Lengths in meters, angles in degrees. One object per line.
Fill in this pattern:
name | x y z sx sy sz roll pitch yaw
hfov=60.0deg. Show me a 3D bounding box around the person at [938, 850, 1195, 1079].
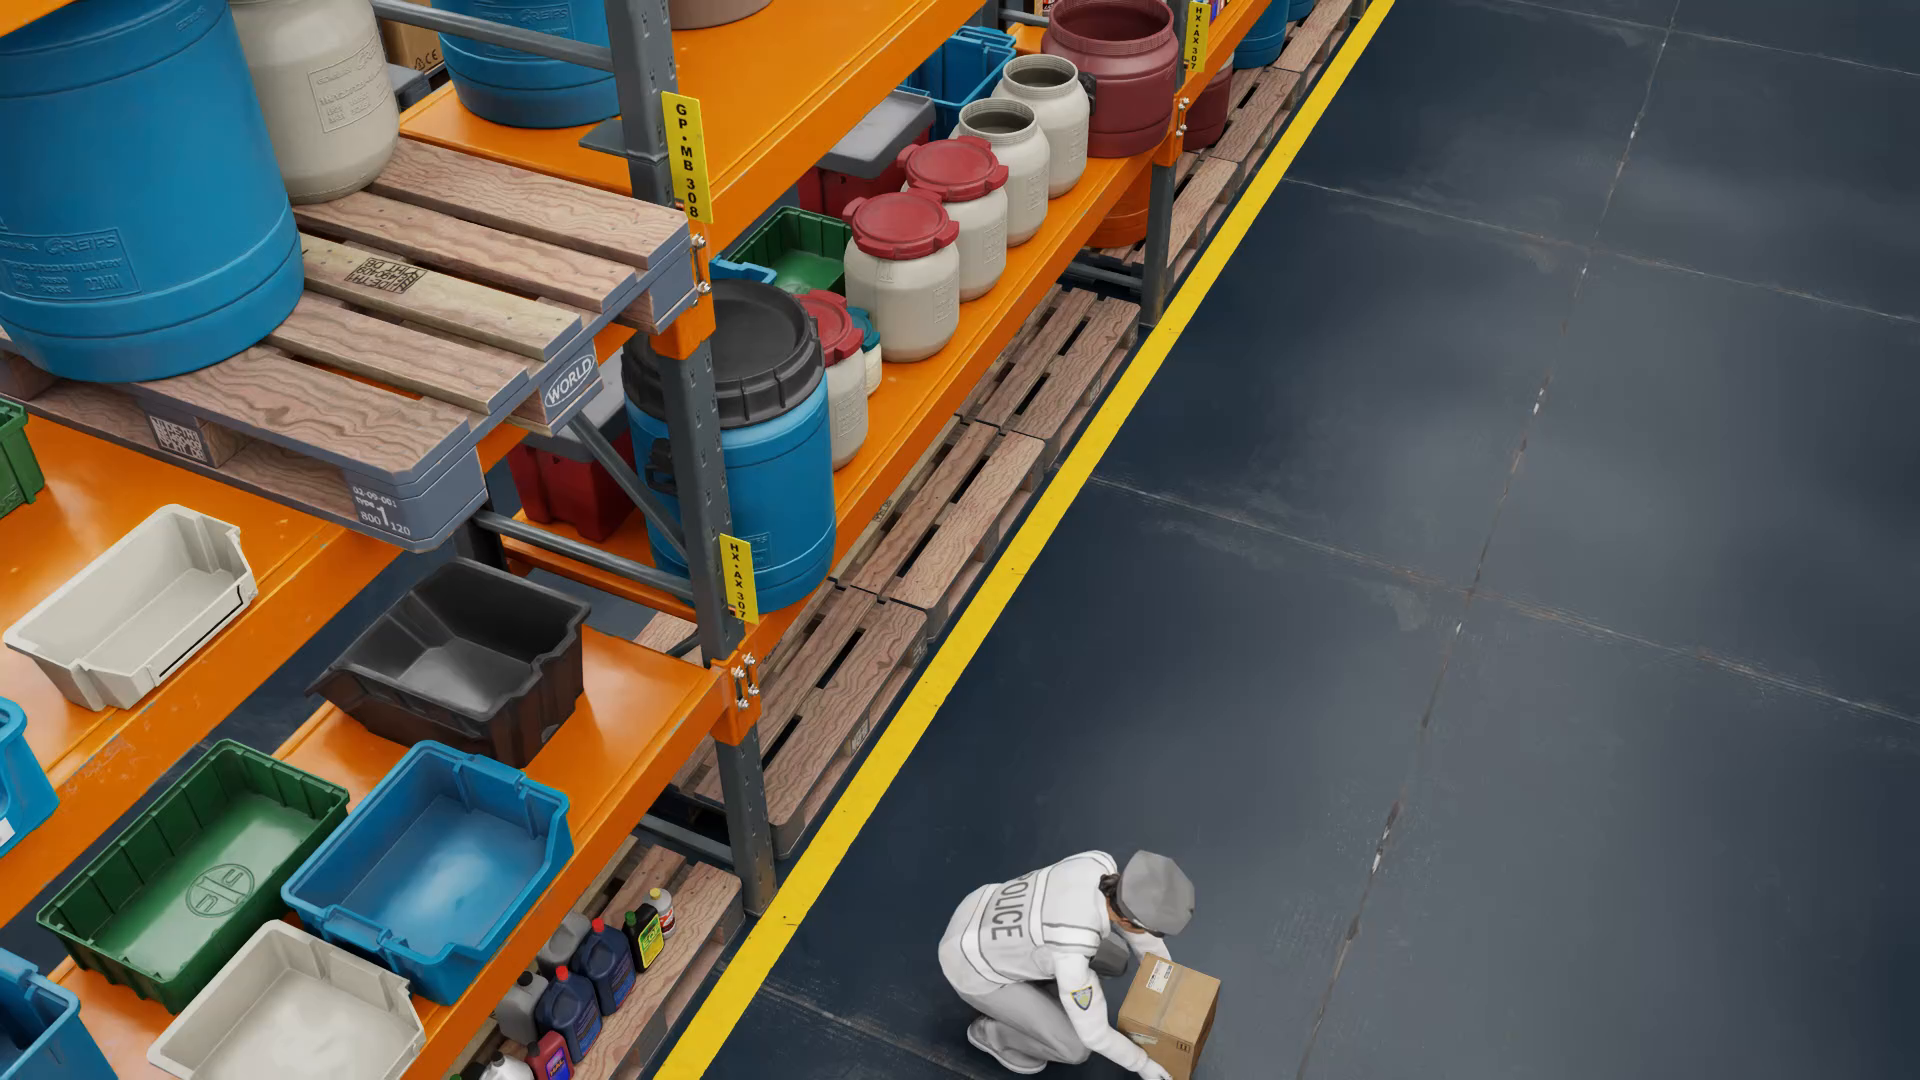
person | 0.350 1.314 5.246 0.835 0.965 0.485 17 45 18
